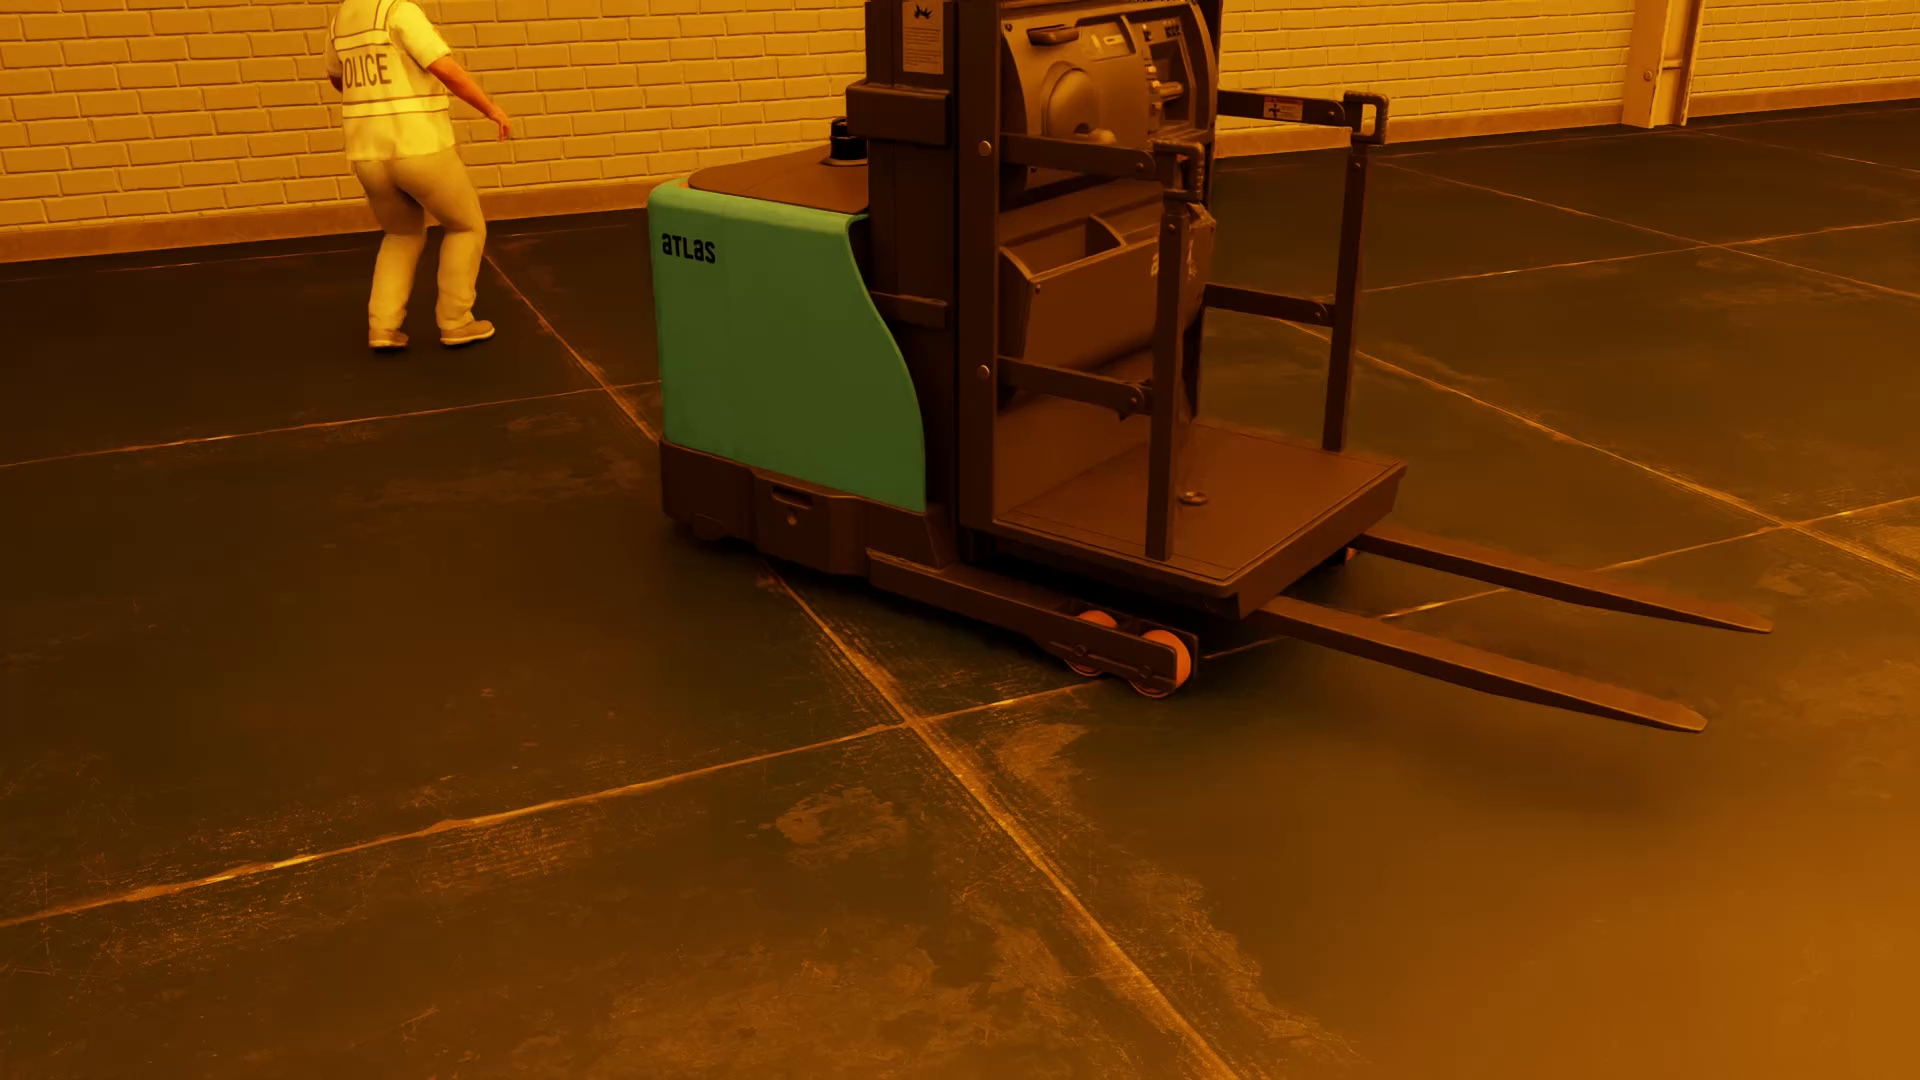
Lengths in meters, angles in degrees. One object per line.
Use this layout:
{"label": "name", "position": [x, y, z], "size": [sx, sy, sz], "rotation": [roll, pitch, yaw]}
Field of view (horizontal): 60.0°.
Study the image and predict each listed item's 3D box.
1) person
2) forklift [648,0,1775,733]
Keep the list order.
{"label": "person", "position": [-21259.585, -17366.051, 41805.452], "size": [72914.213, 2.654, 68453.009], "rotation": [9, 24, 20]}
{"label": "forklift", "position": [0.569, -1.190, 4.151], "size": [3.031, 2.935, 1.130], "rotation": [16, 27, 34]}
